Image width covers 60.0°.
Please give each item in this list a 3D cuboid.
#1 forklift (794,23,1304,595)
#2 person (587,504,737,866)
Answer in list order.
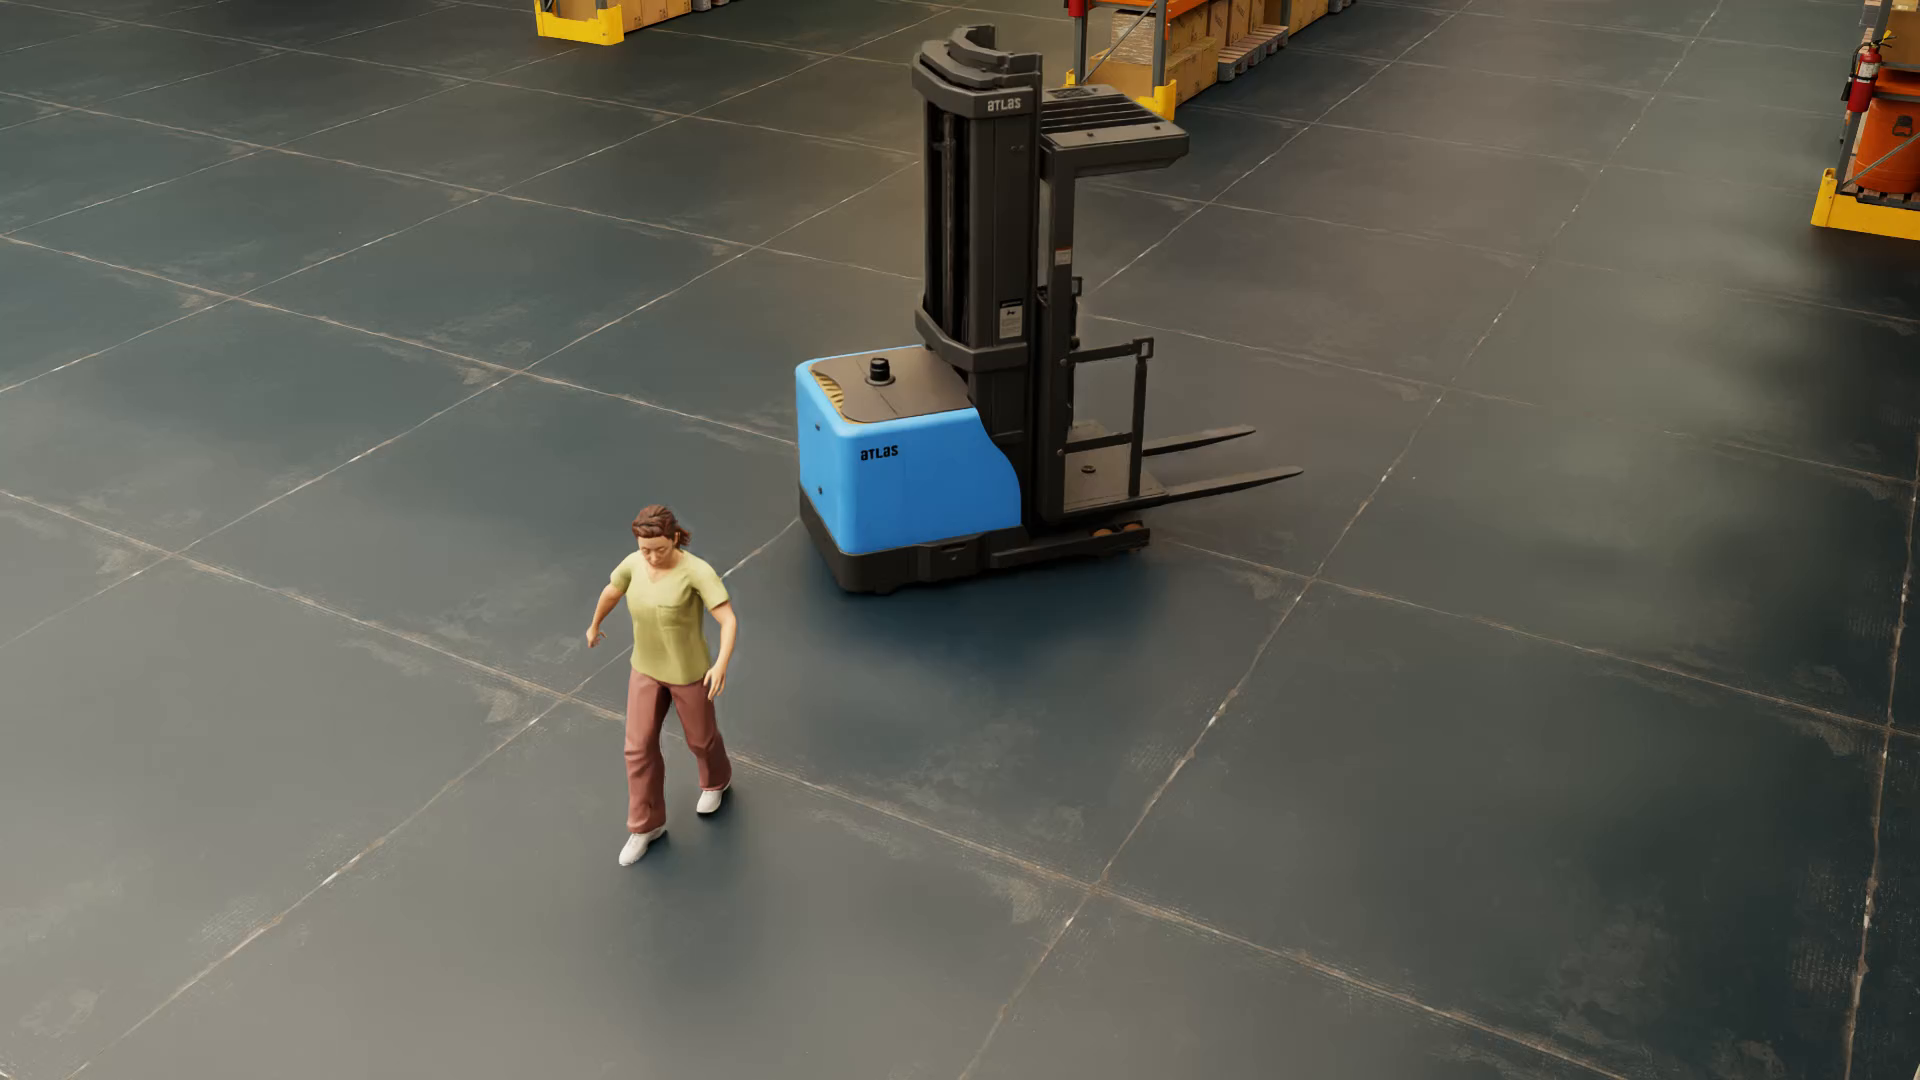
[{"bbox_3d":[0.599,-1.403,9.502,3.031,2.935,1.130,-10,32,-17],"label":"forklift"},{"bbox_3d":[-1.330,0.603,7.332,0.885,1.663,0.716,9,31,15],"label":"person"}]
